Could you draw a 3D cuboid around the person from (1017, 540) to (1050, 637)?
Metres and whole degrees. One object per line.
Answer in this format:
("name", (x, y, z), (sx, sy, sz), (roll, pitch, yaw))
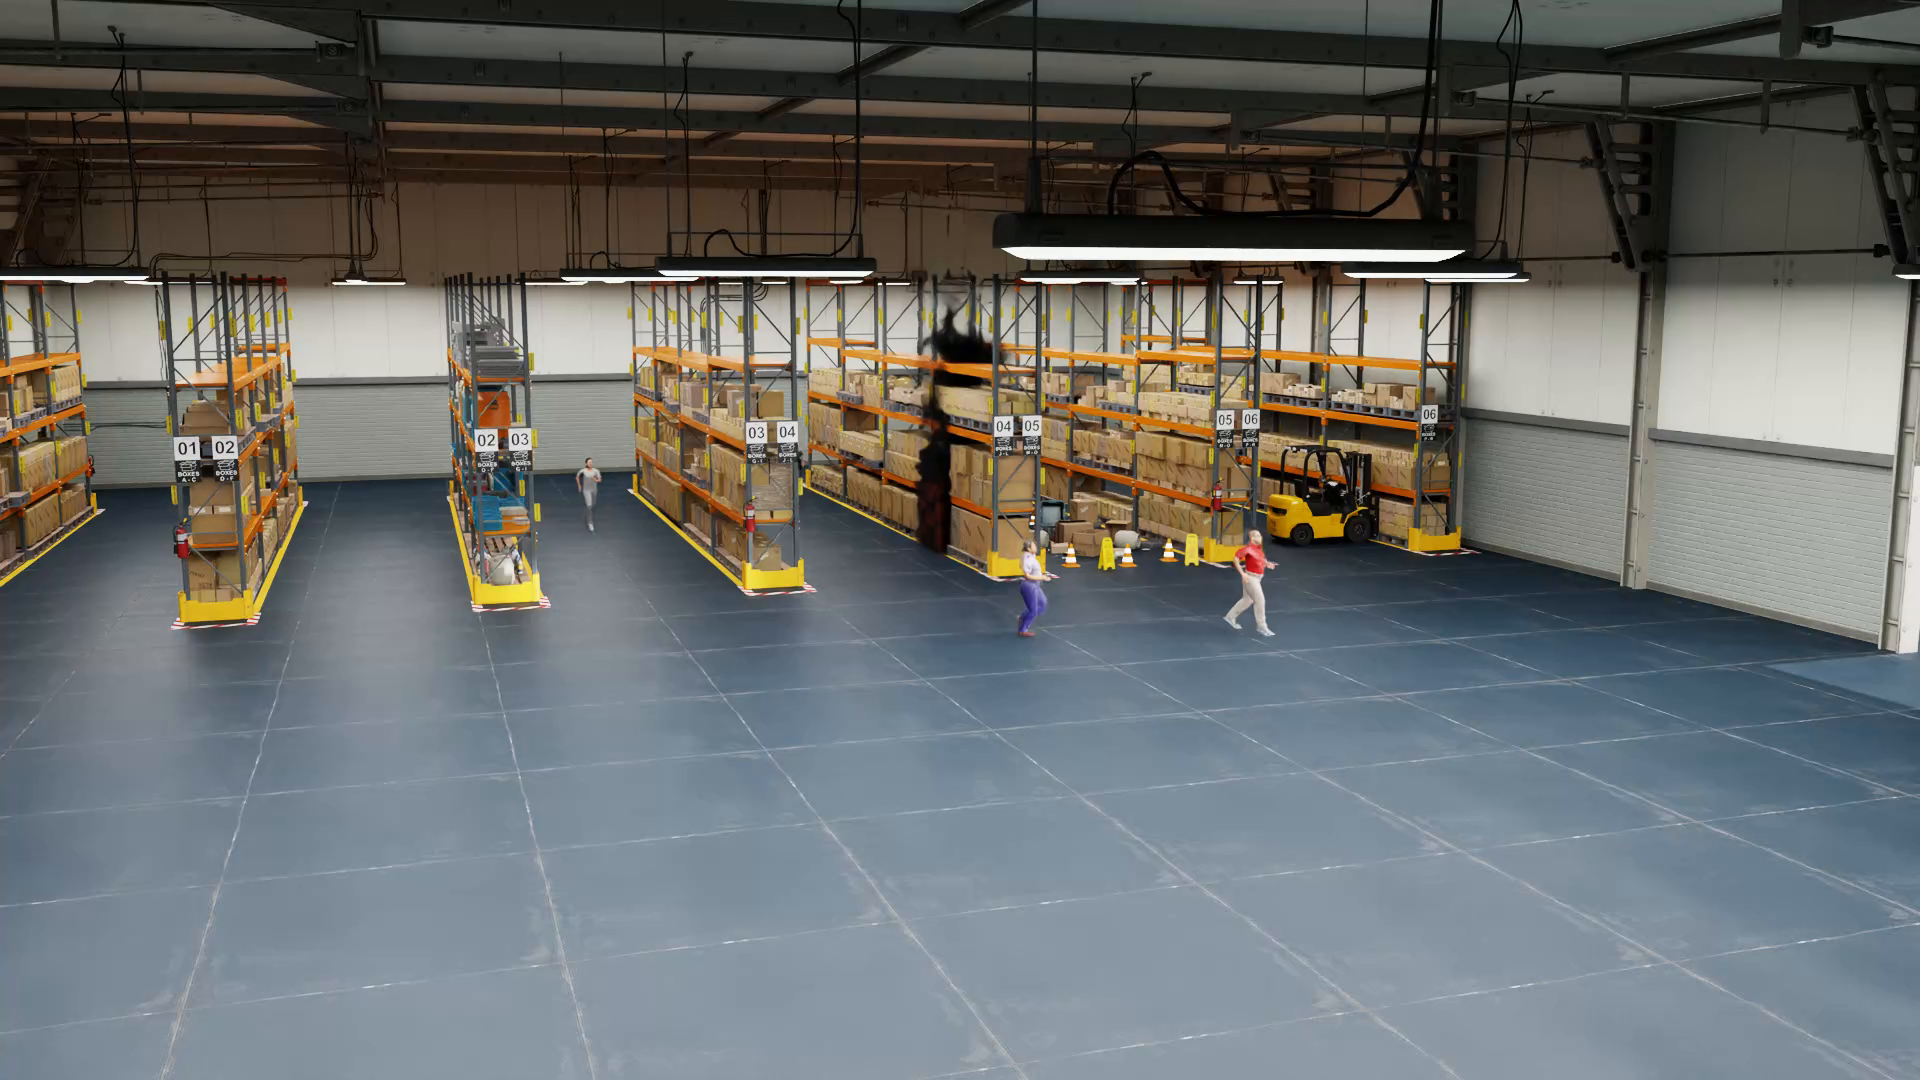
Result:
("person", (1.225, 0.792, 27.496), (0.556, 1.604, 0.588), (1, 9, 7))

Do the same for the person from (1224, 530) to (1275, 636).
("person", (4.859, 0.695, 27.776), (0.897, 1.756, 0.655), (3, 9, 21))

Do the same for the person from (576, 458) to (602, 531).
("person", (-8.879, -1.124, 39.893), (0.541, 1.715, 0.830), (-5, 10, -30))

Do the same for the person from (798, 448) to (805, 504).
("person", (-4.471, -1.857, 44.530), (0.665, 1.688, 1.025), (-2, 9, -12))
